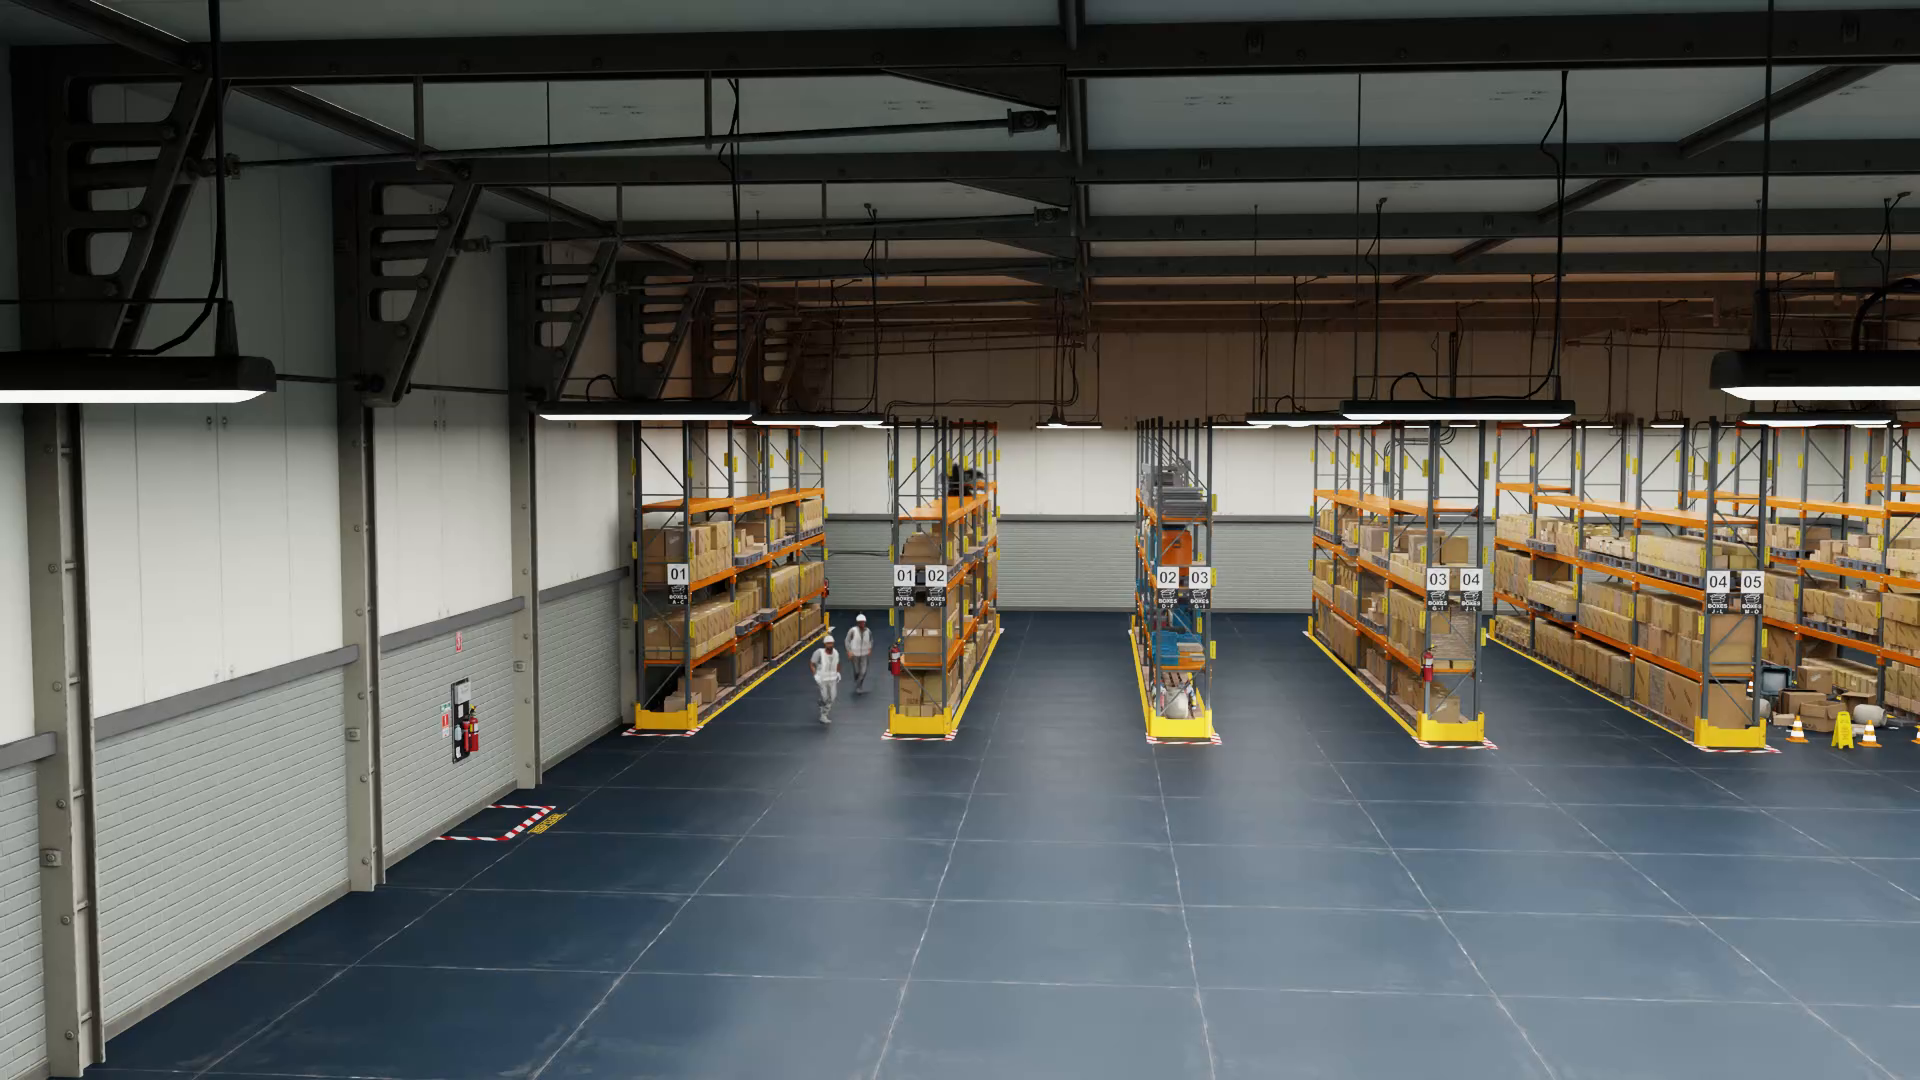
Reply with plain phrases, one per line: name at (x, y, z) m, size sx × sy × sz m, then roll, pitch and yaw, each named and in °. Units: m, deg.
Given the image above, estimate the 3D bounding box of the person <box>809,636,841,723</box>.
person at (-2.655, 2.731, 32.735) m, size 0.681 × 1.722 × 0.587 m, roll -2°, pitch 4°, yaw -27°

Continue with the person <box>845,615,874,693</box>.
person at (-2.210, 2.483, 36.520) m, size 0.659 × 1.720 × 0.612 m, roll -1°, pitch 4°, yaw -14°
